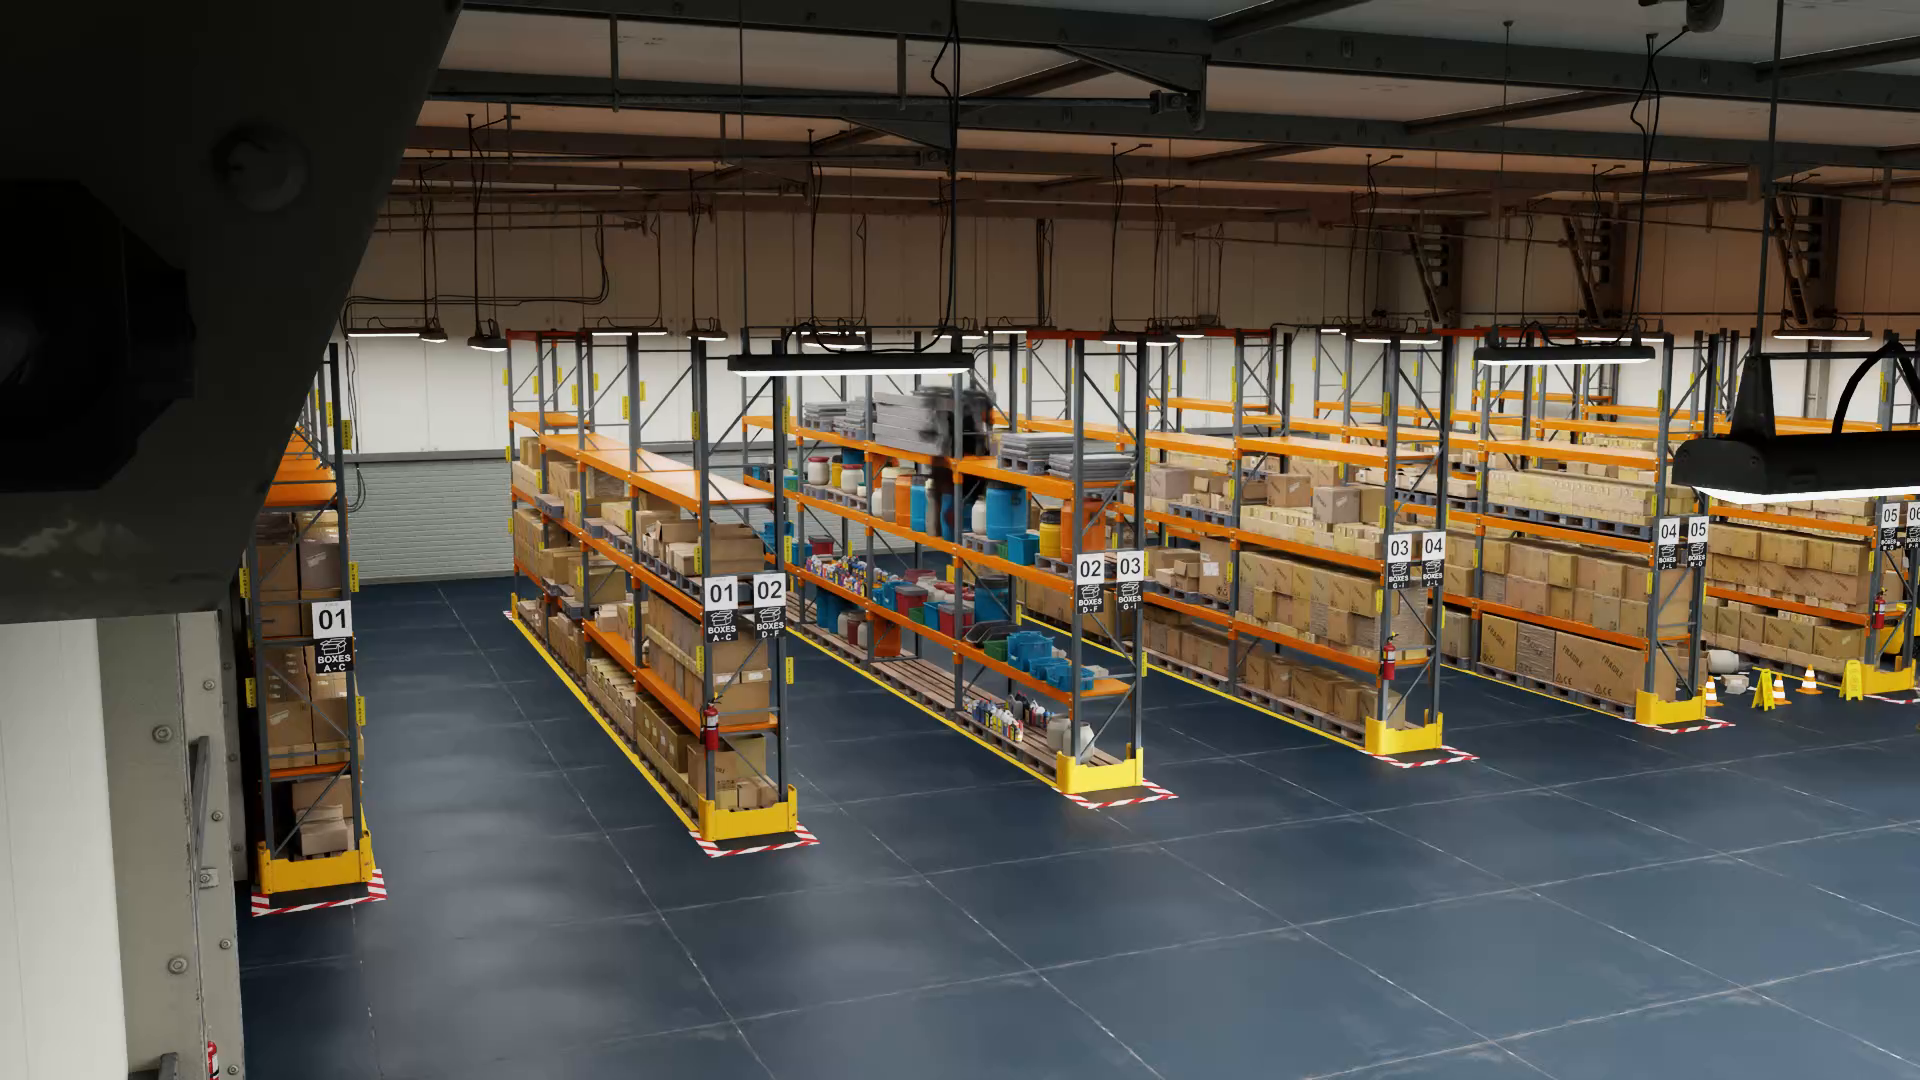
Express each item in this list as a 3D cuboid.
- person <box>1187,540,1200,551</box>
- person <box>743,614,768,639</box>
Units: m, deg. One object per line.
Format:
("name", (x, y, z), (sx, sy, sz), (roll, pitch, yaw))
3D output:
("person", (5.920, -0.089, 41.401), (0.569, 1.599, 0.672), (6, 10, 39))
("person", (-3.538, 1.505, 28.954), (0.703, 1.805, 1.040), (-4, 9, -30))
